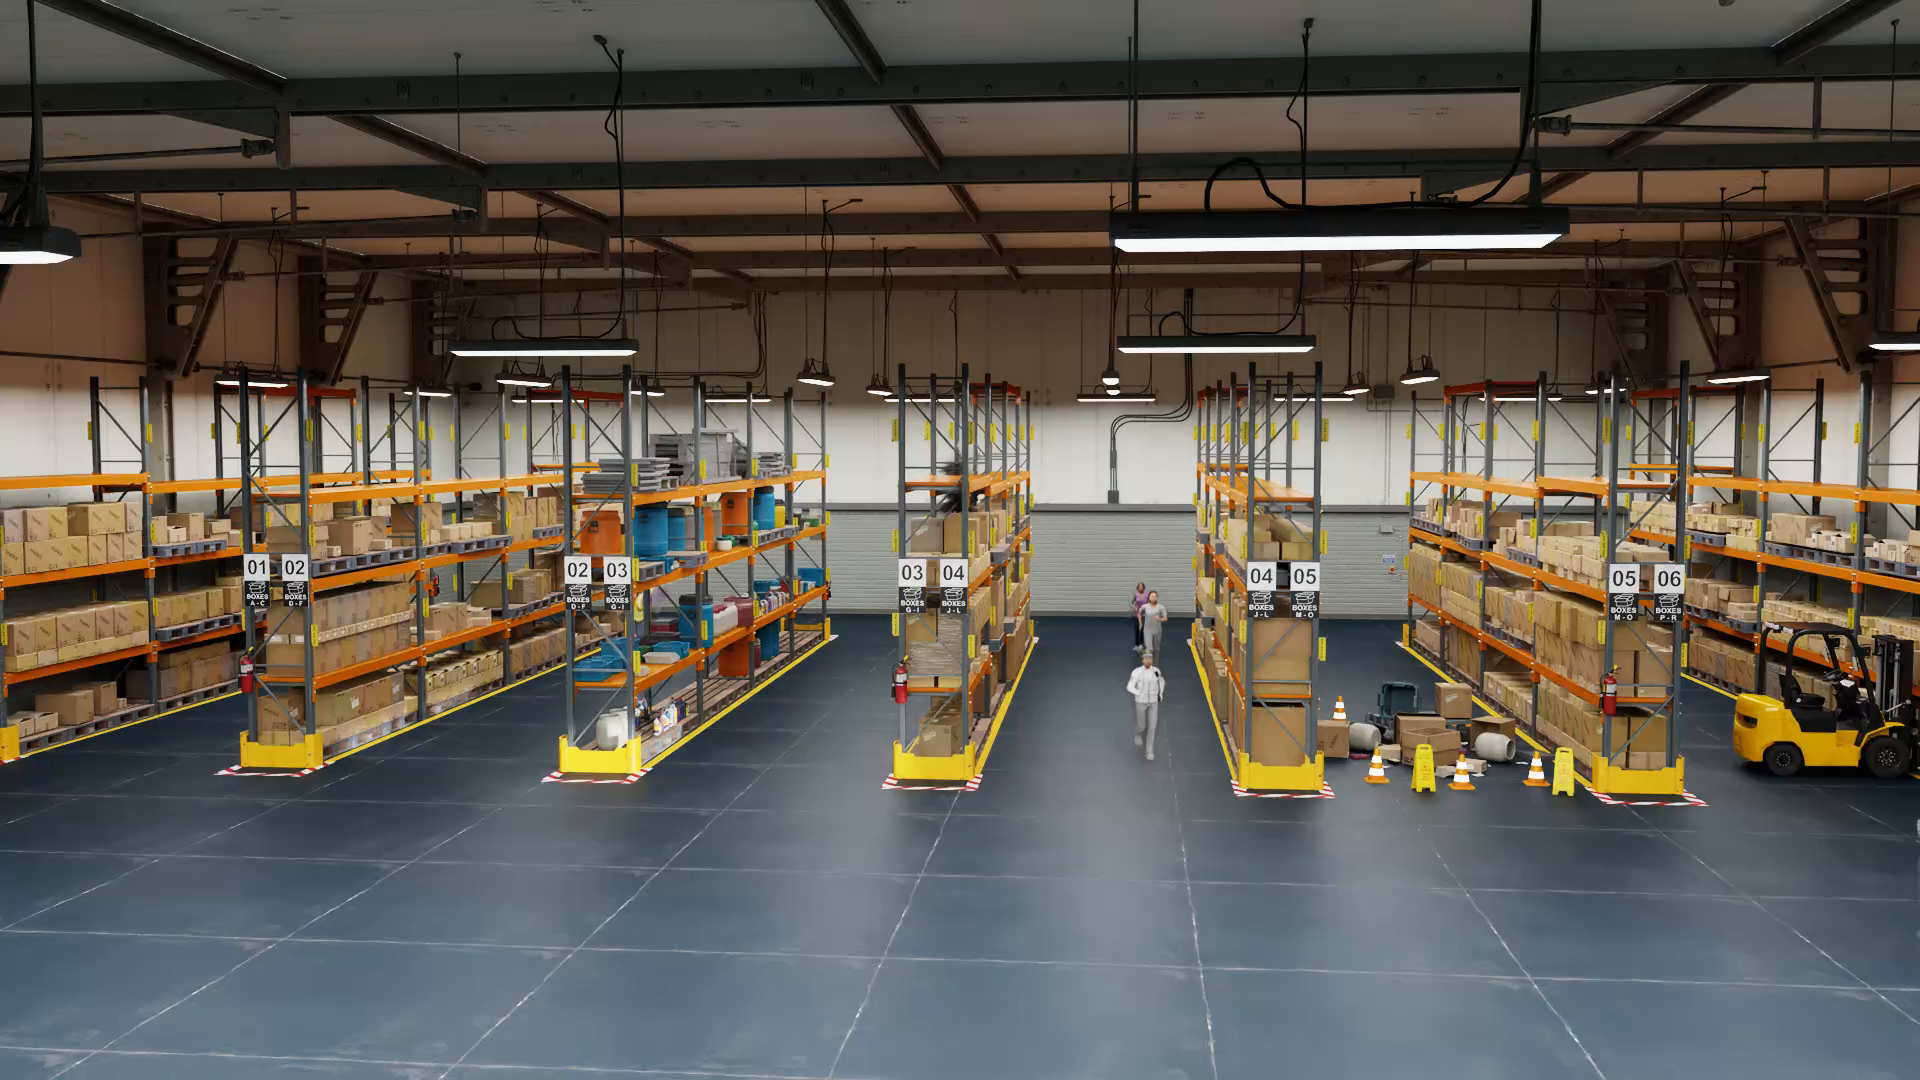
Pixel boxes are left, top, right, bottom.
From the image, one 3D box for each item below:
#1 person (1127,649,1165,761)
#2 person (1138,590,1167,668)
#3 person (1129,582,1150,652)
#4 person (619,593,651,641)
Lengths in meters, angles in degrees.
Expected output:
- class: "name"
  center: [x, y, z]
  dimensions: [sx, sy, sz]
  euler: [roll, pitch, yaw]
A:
- class: "person"
  center: [2.888, 2.513, 25.626]
  dimensions: [0.618, 1.658, 0.890]
  euler: [0, 4, -6]
- class: "person"
  center: [3.709, 1.825, 31.997]
  dimensions: [0.546, 1.715, 0.831]
  euler: [0, 4, 1]
- class: "person"
  center: [4.140, 1.814, 38.064]
  dimensions: [0.555, 1.506, 0.657]
  euler: [1, 4, 16]
- class: "person"
  center: [-7.093, 1.775, 36.247]
  dimensions: [0.707, 1.743, 0.987]
  euler: [0, 4, 0]
